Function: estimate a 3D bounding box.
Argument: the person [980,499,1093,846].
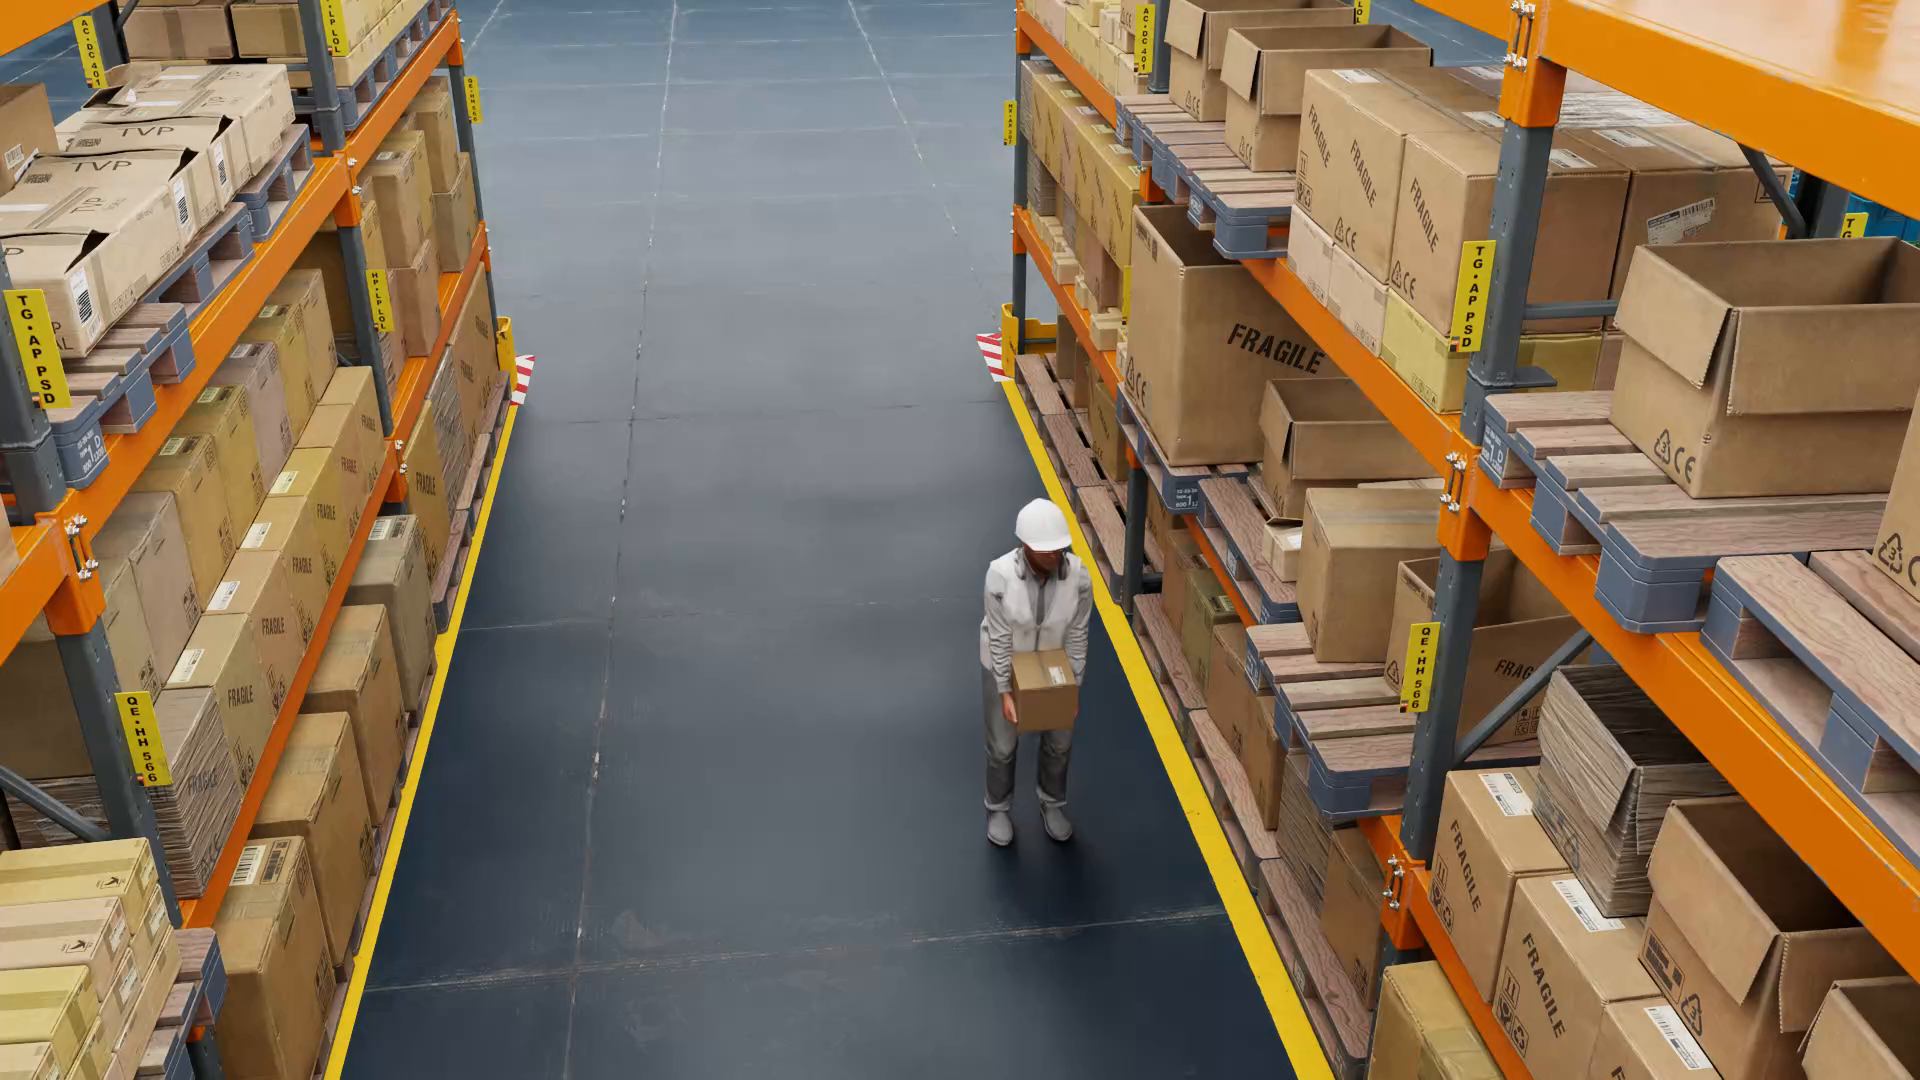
[{"bbox_3d":[0.342,0.603,7.428,0.484,1.756,0.582,-4,27,-8],"label":"person"}]
